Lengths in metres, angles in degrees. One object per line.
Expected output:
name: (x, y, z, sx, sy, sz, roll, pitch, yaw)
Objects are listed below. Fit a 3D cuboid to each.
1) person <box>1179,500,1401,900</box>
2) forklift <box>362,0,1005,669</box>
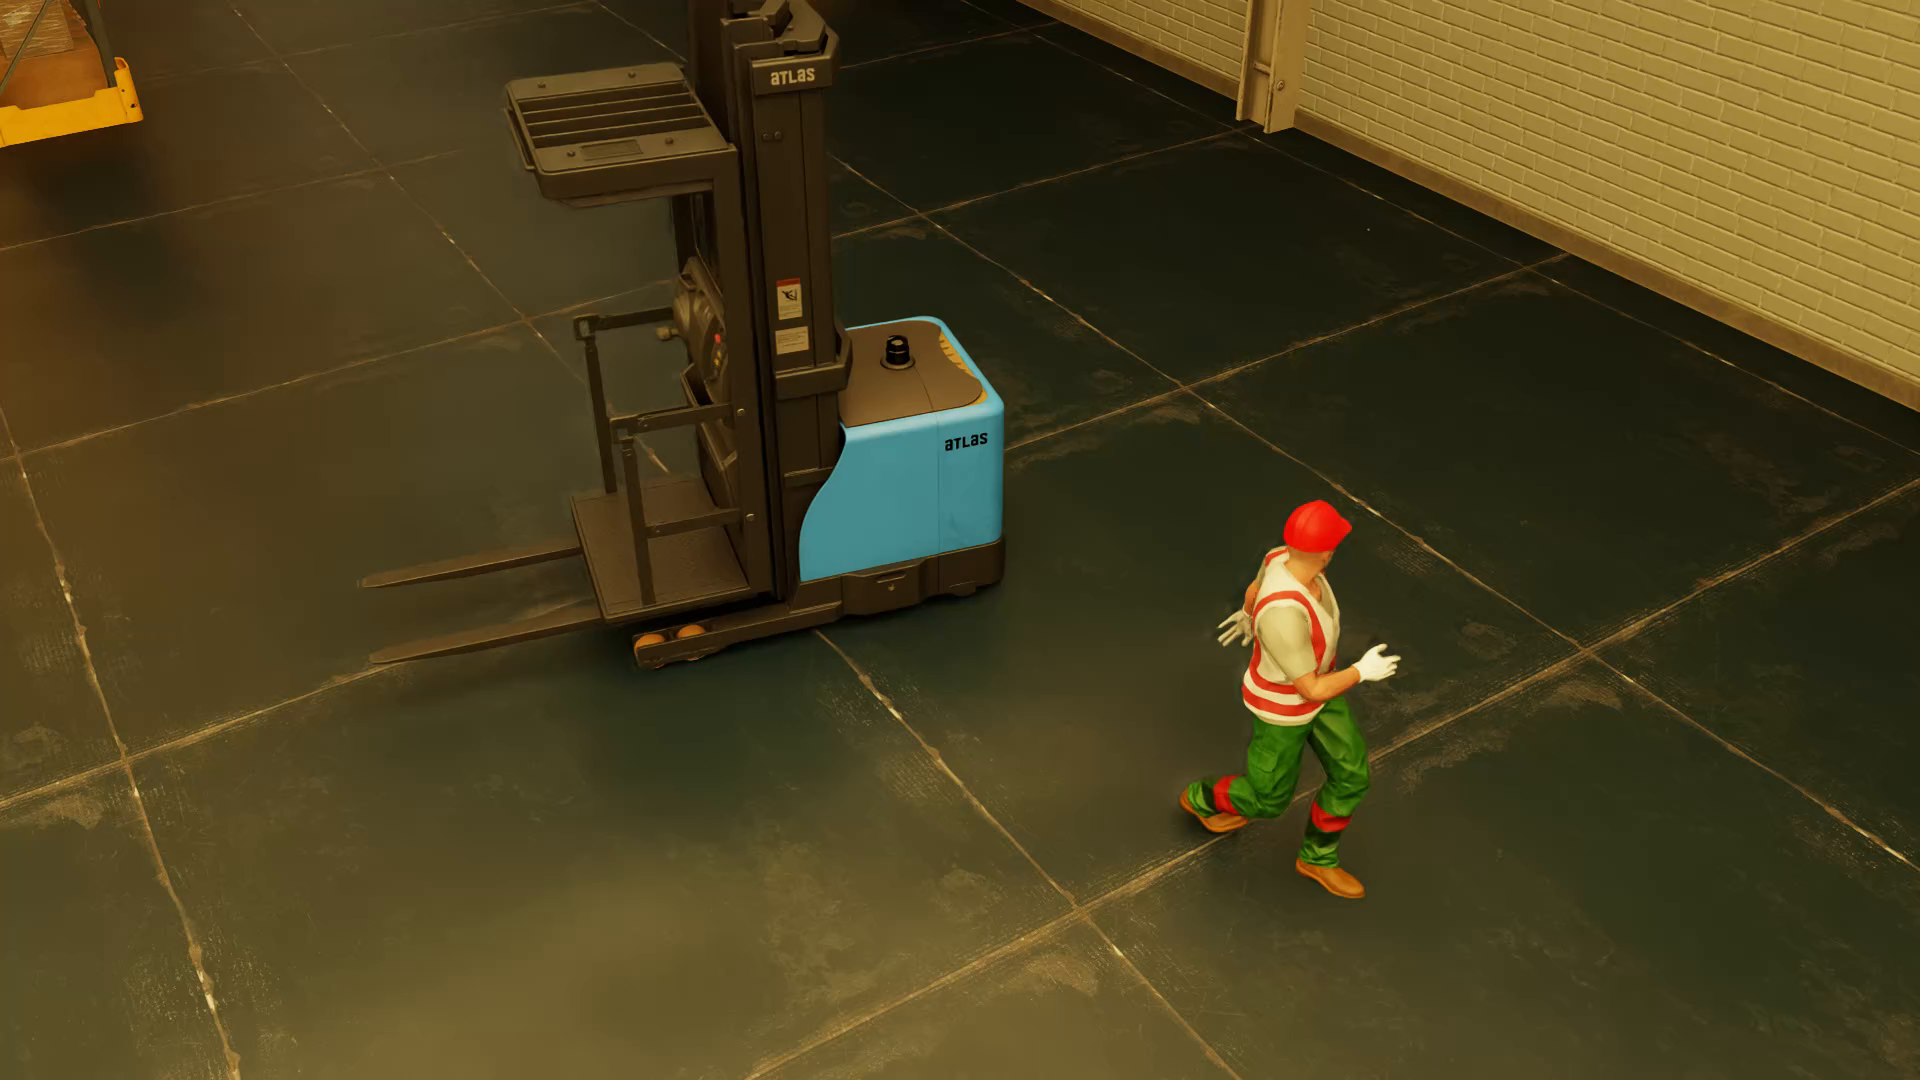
person: (1.276, 0.584, 6.416, 0.894, 1.697, 0.583, 24, 42, 30)
forklift: (-1.350, -0.934, 7.477, 3.031, 2.935, 1.130, -12, 37, -16)
